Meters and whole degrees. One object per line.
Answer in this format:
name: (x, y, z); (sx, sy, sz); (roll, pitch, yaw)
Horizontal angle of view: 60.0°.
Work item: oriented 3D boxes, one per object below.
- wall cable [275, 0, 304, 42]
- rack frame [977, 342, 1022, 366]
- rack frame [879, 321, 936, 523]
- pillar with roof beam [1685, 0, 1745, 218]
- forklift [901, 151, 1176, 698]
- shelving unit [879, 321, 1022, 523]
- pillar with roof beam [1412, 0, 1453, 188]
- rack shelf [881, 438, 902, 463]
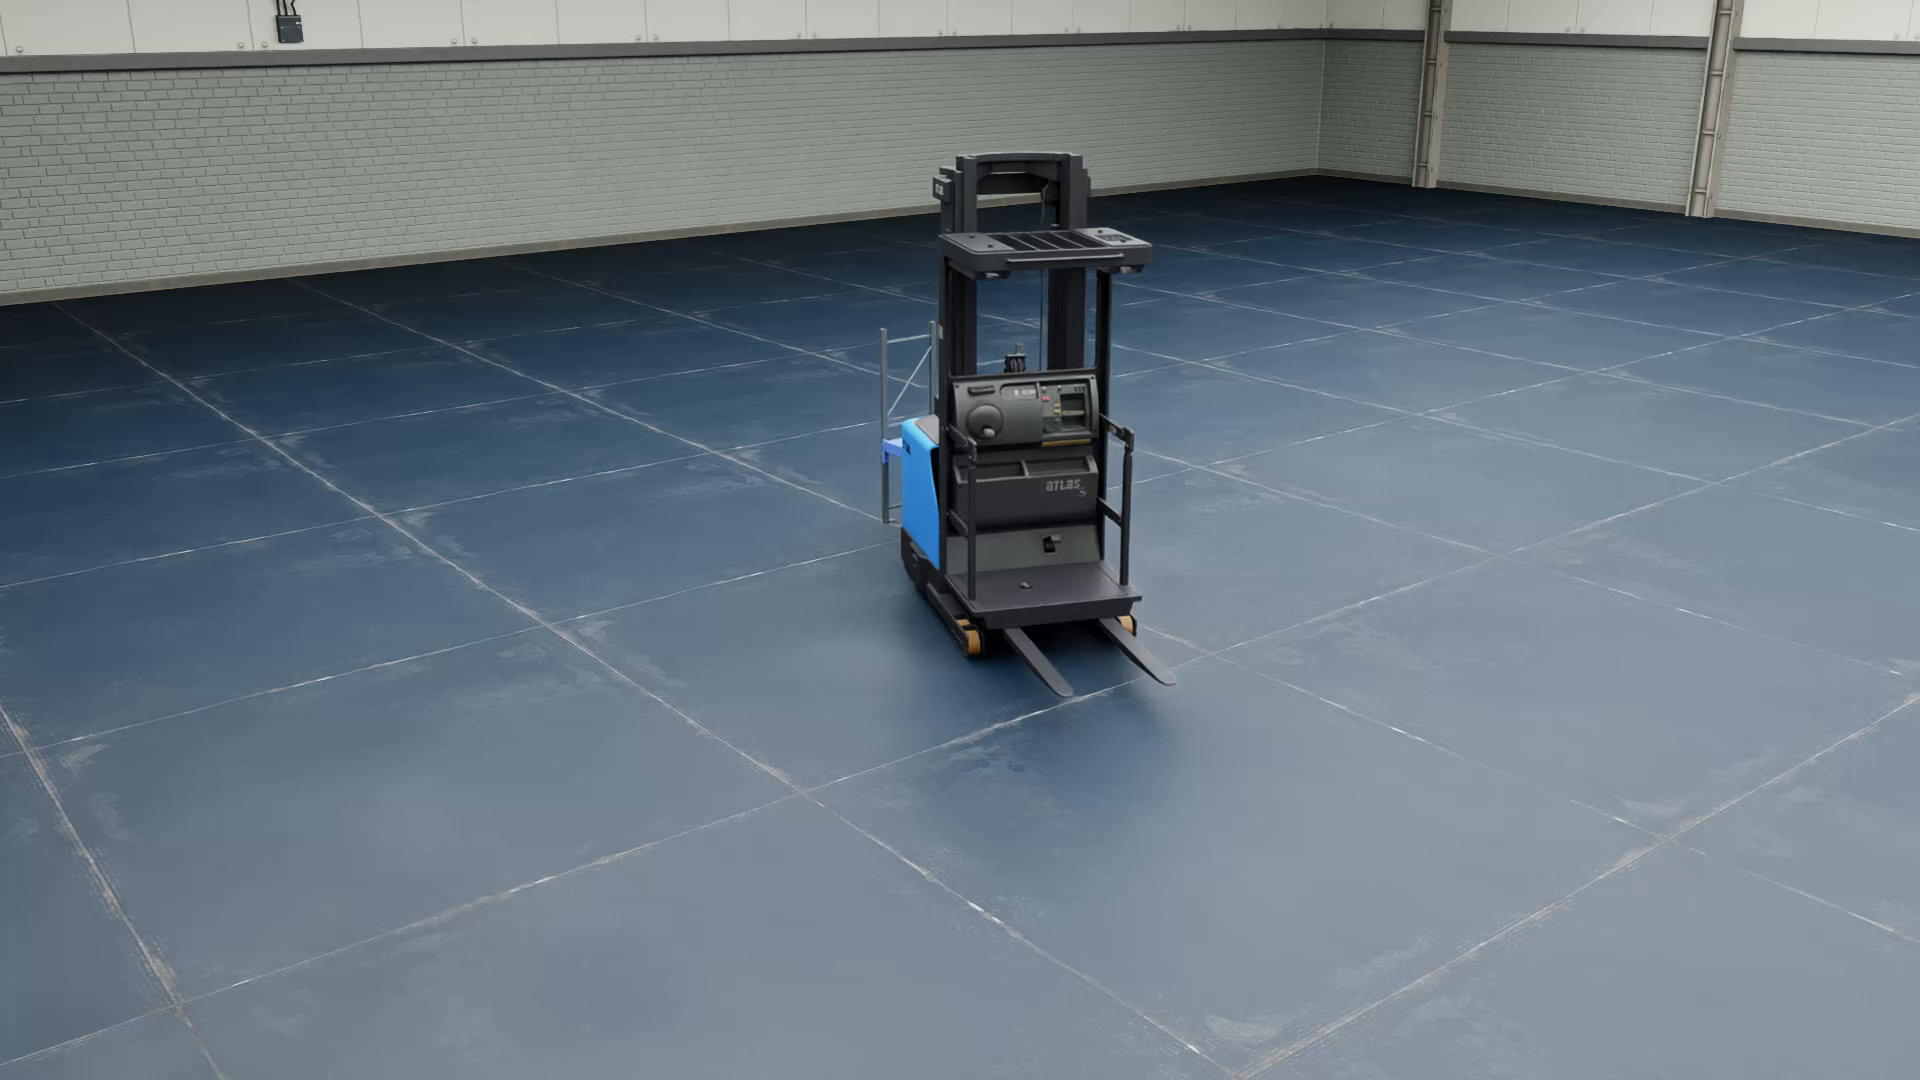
wall cable: (-8.409, -9.895, 22.518); (2.305, 6.003, 0.169); (-14, 23, -36)
rack frame: (0.232, -0.644, 11.920); (0.500, 1.500, 0.032); (-14, 23, -36)
rack frame: (-0.391, -0.896, 12.683); (0.500, 1.500, 0.032); (-14, 23, -36)
pillar with roof beam: (9.975, -9.276, 26.062); (9.100, 9.000, 0.400); (-14, 23, -36)
forklift: (0.473, -0.811, 10.149); (1.130, 2.935, 3.031); (-5, 19, -15)
shelving unit: (-0.080, -0.770, 12.301); (0.538, 1.500, 1.048); (-14, 23, -36)
pillar with roof beam: (6.250, -10.755, 30.527); (9.100, 9.000, 0.400); (-14, 23, -36)
rack shelf: (-0.080, -0.599, 12.358); (0.538, 0.185, 1.000); (-14, 23, -36)
